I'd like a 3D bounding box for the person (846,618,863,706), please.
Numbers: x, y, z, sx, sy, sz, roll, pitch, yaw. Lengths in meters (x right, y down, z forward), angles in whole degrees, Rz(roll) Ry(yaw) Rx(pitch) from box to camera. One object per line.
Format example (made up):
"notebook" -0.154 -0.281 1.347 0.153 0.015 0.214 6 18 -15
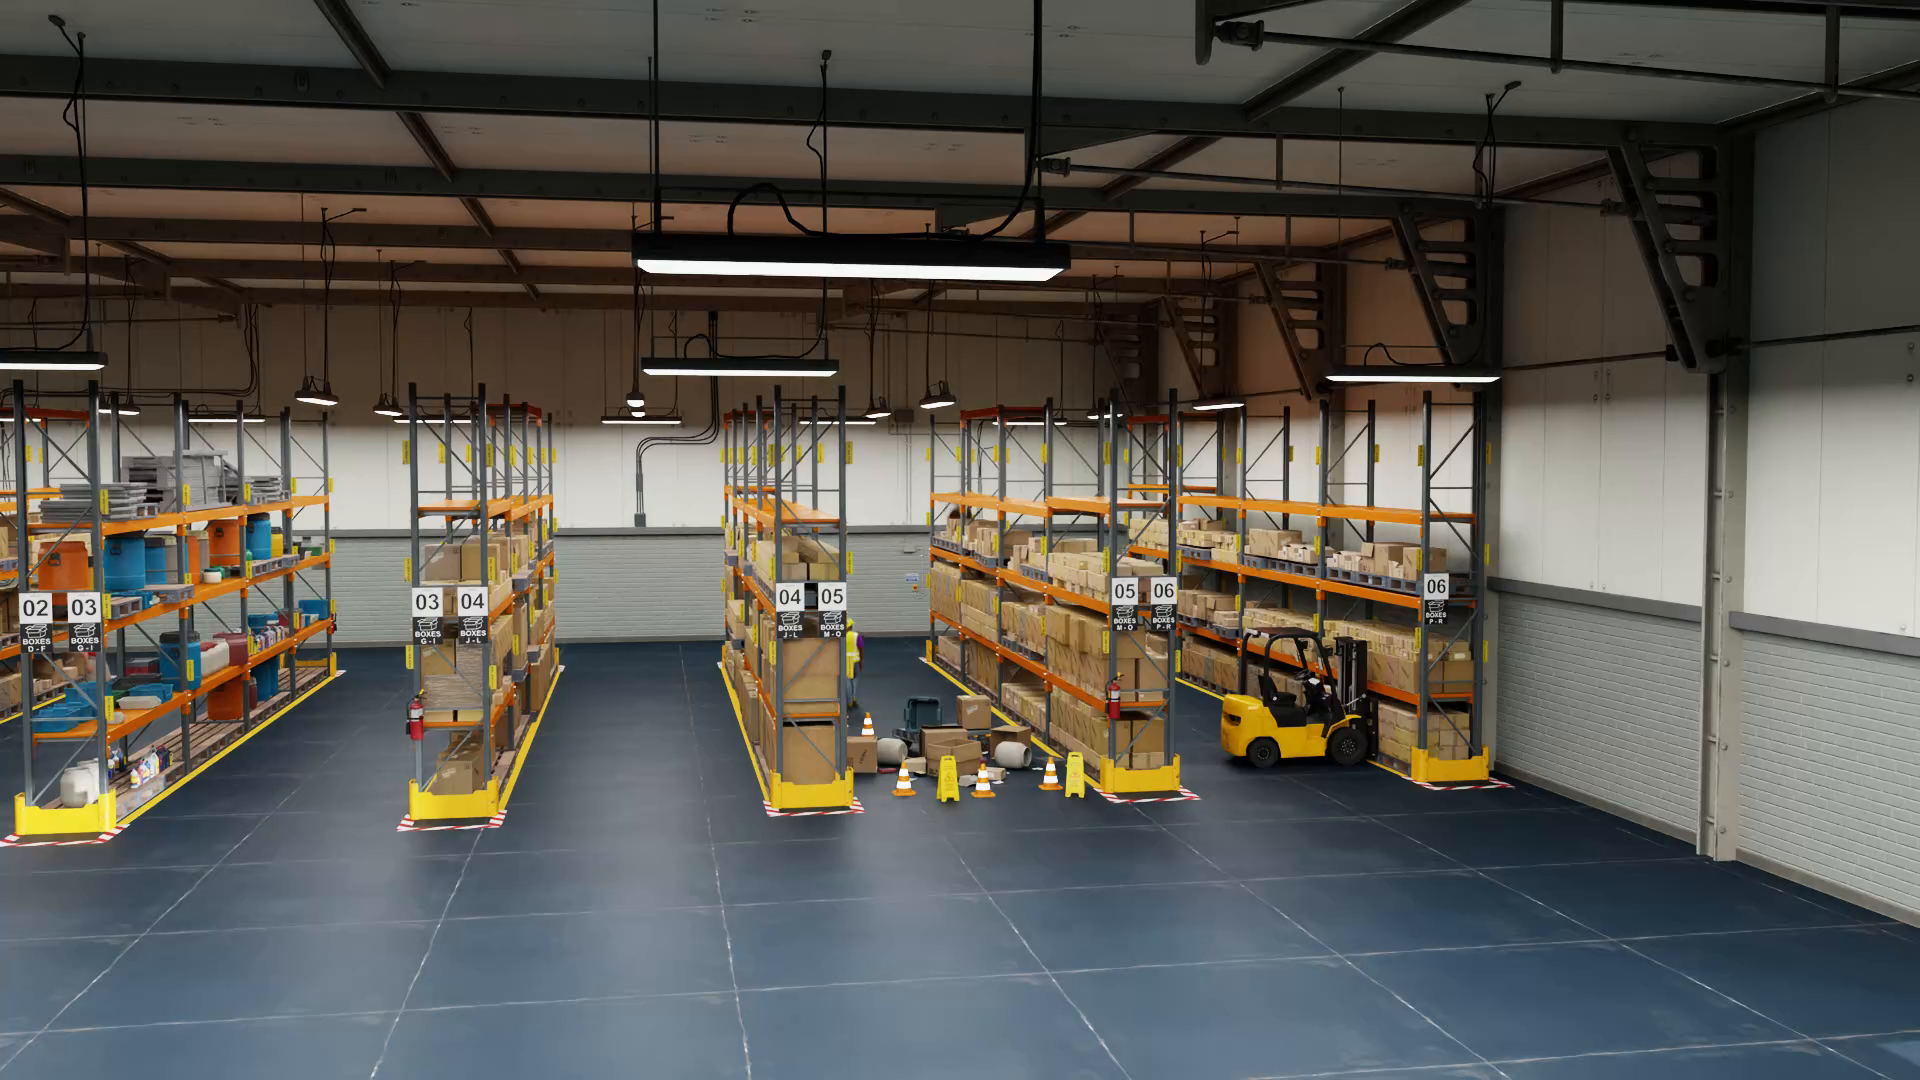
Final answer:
"person" -2.230 2.441 33.140 0.555 1.793 0.693 -1 3 -13

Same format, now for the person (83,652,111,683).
"person" -17.207 2.480 33.098 0.457 1.746 0.589 1 3 20
